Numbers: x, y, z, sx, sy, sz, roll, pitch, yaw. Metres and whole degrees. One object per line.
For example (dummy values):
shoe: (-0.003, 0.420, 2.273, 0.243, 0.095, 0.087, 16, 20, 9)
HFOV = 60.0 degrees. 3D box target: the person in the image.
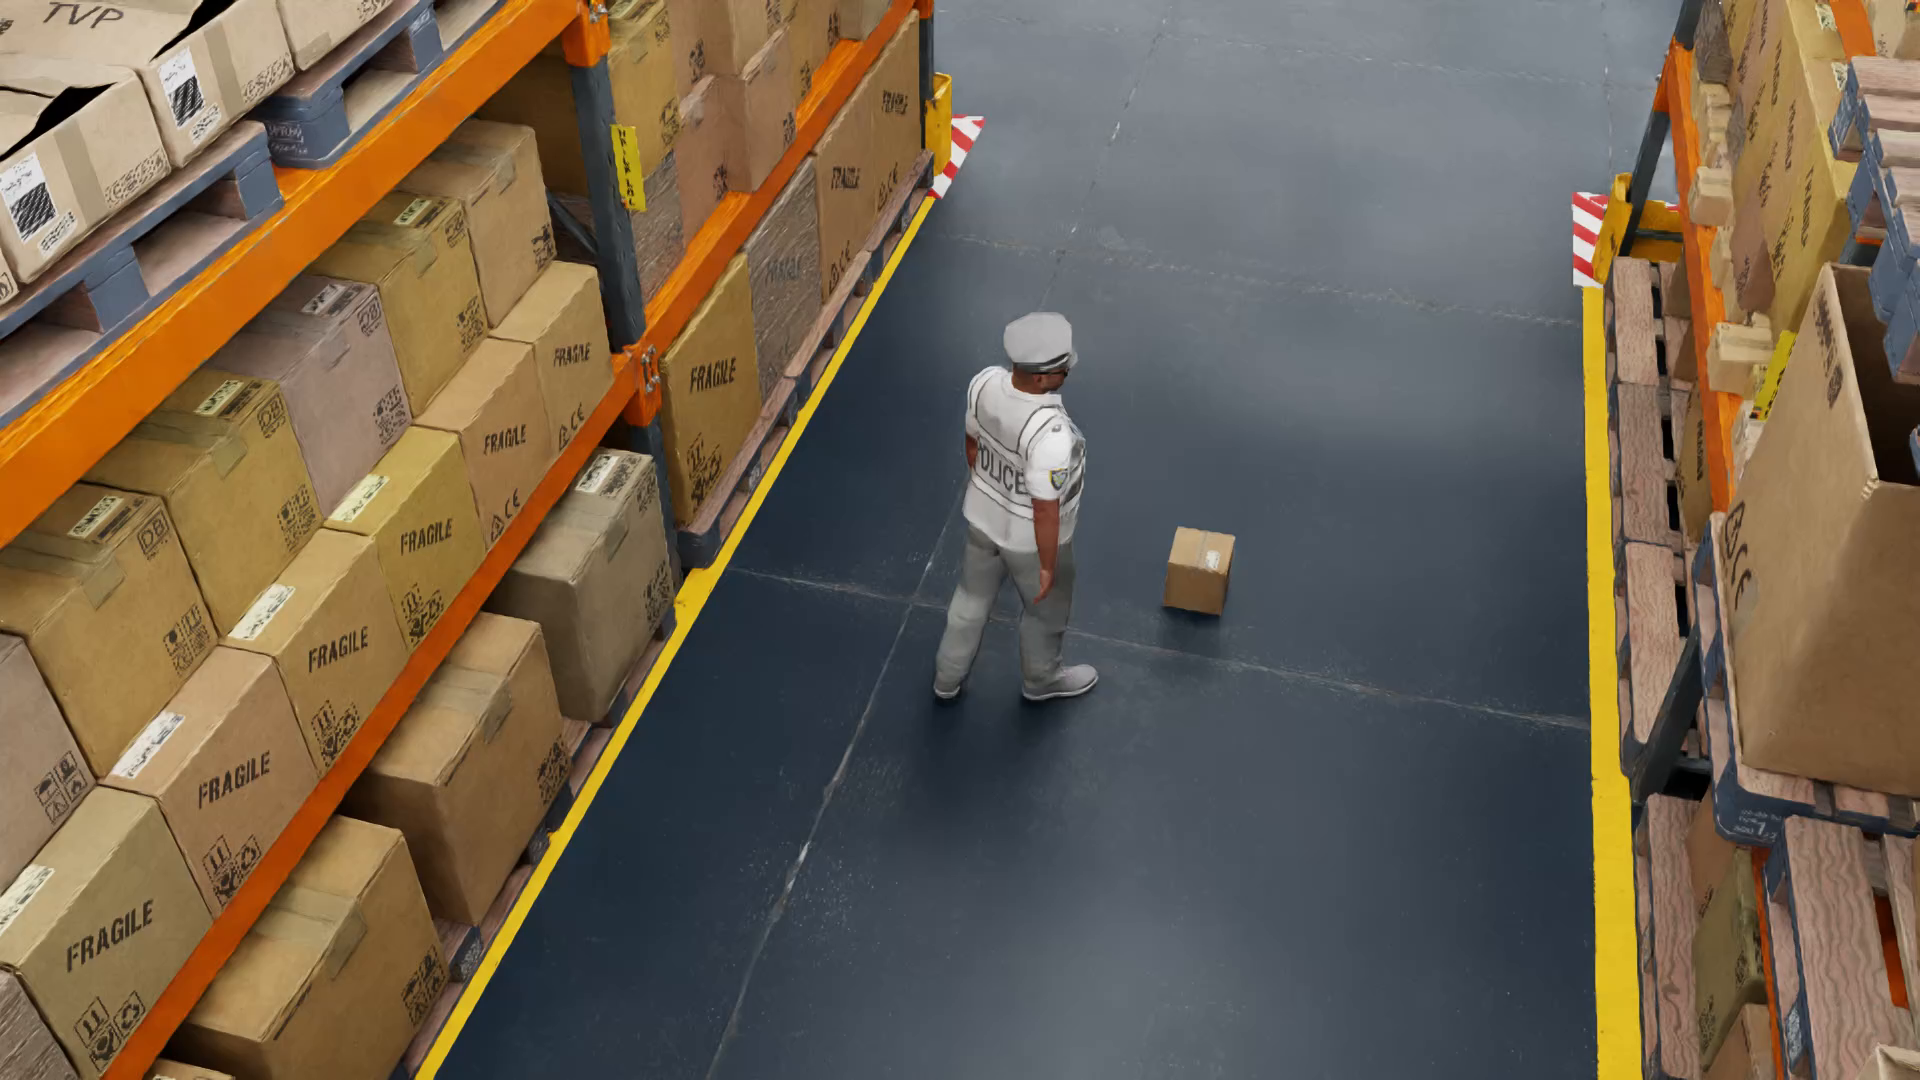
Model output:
person: (0.202, -0.077, 6.235, 0.599, 1.754, 0.594, -30, 49, -30)
